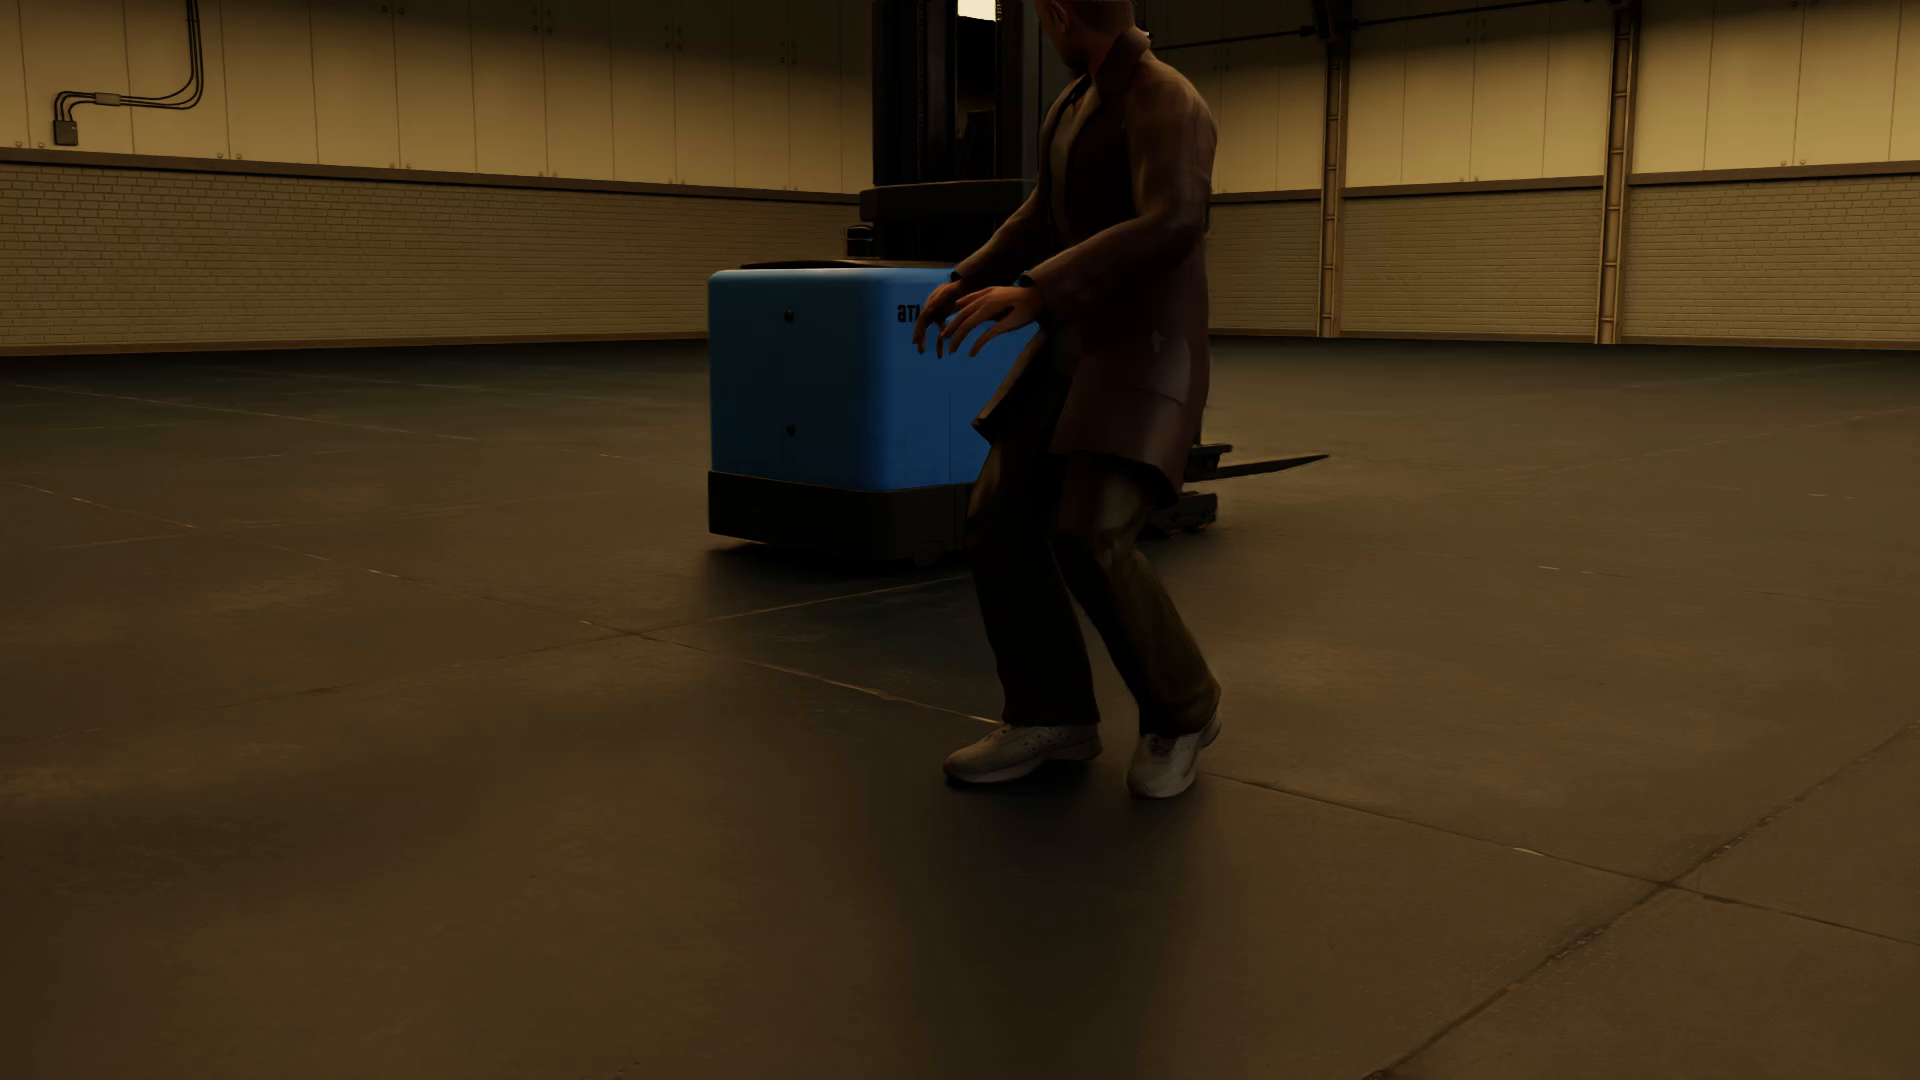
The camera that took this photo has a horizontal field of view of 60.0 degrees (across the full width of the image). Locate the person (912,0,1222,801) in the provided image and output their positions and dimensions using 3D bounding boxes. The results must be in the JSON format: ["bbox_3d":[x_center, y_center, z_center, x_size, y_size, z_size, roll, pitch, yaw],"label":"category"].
[{"bbox_3d":[0.182,-0.338,3.344,0.756,1.697,0.863,-5,10,-30],"label":"person"}]

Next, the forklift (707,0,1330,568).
[{"bbox_3d":[0.437,-1.513,6.922,3.031,2.935,1.130,-8,12,-43],"label":"forklift"}]
